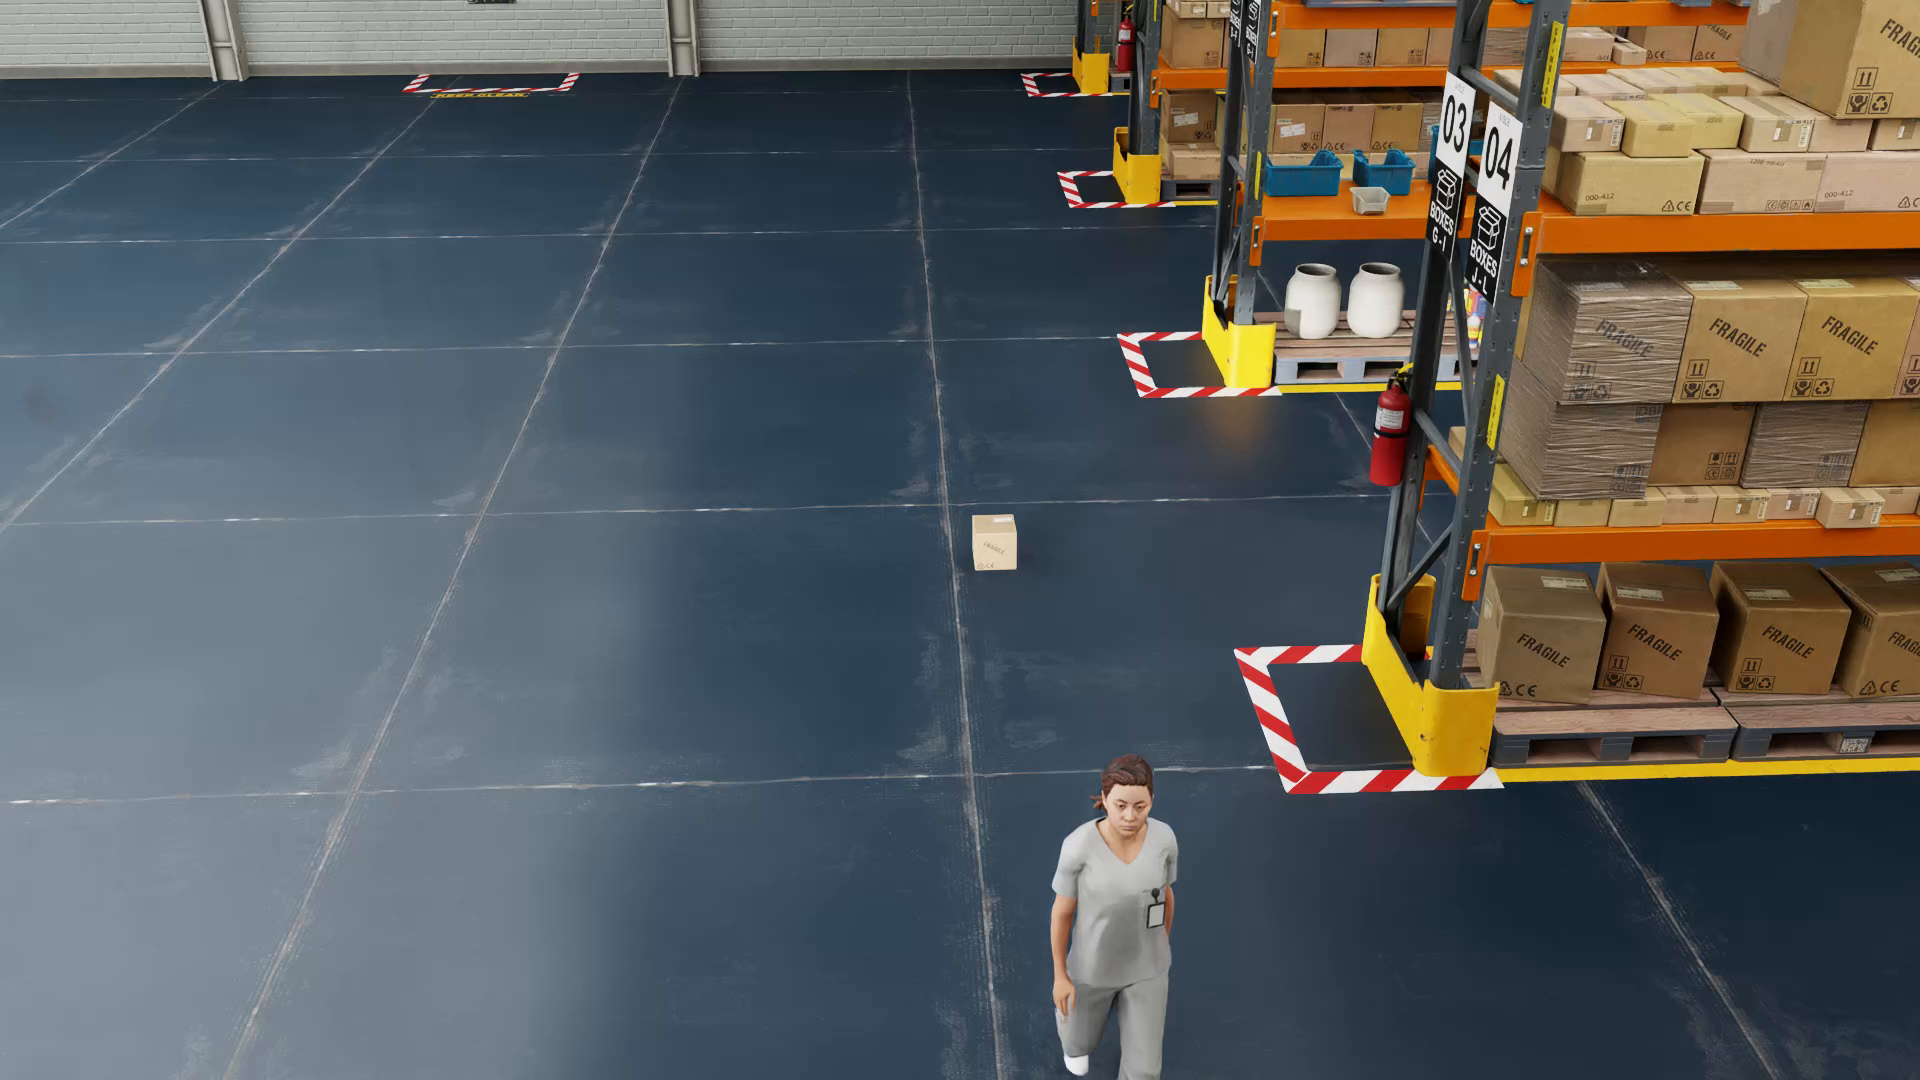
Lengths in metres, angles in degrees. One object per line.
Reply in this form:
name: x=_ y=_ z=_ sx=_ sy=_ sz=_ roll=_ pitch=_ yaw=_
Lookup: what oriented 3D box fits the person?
person: x=0.530 y=1.459 z=5.828 sx=0.451 sy=1.639 sz=0.898 roll=-3 pitch=28 yaw=-5
